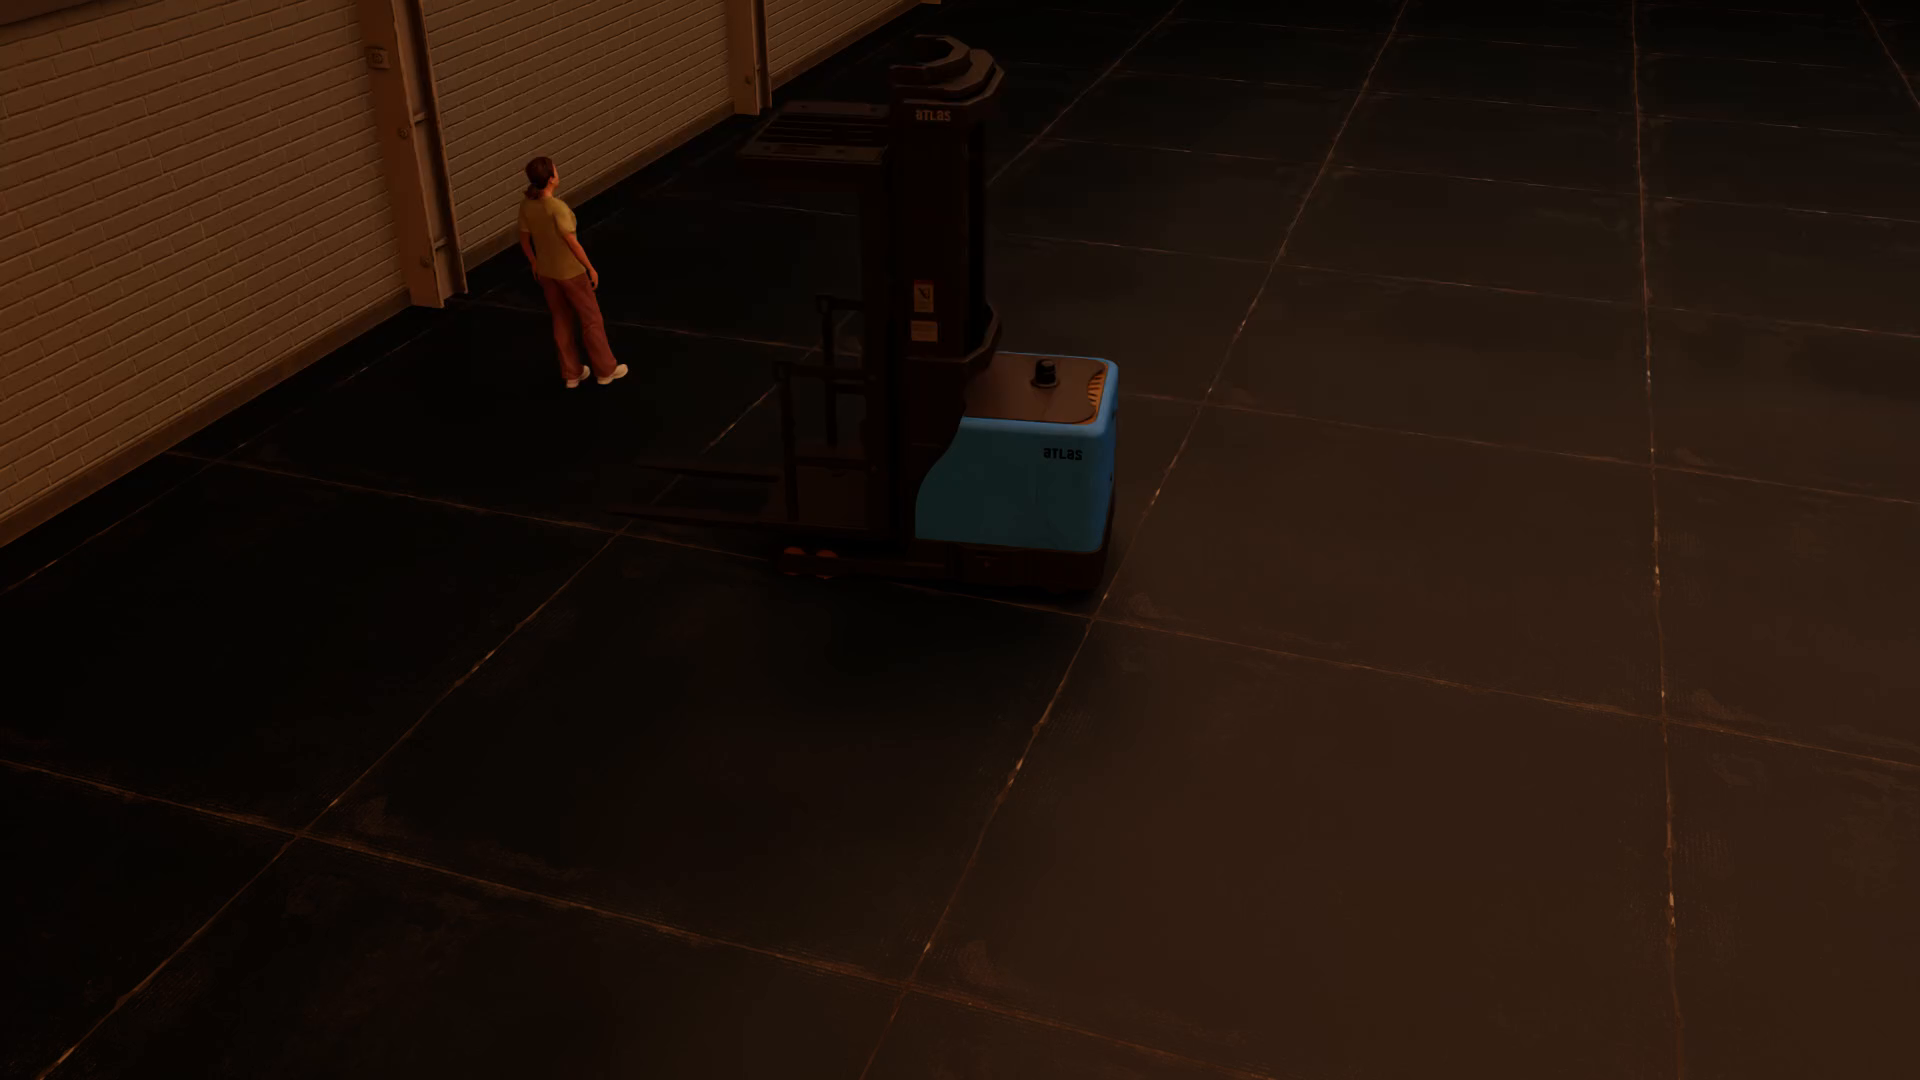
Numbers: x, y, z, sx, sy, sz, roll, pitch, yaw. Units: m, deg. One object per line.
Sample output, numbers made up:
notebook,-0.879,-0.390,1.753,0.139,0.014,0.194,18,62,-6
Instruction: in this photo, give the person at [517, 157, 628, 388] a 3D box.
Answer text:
person,-2.756,-1.897,11.730,0.577,1.679,0.536,14,32,22

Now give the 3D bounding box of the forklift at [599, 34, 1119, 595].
forklift,-0.619,-1.299,9.415,3.031,2.935,1.130,5,30,8
